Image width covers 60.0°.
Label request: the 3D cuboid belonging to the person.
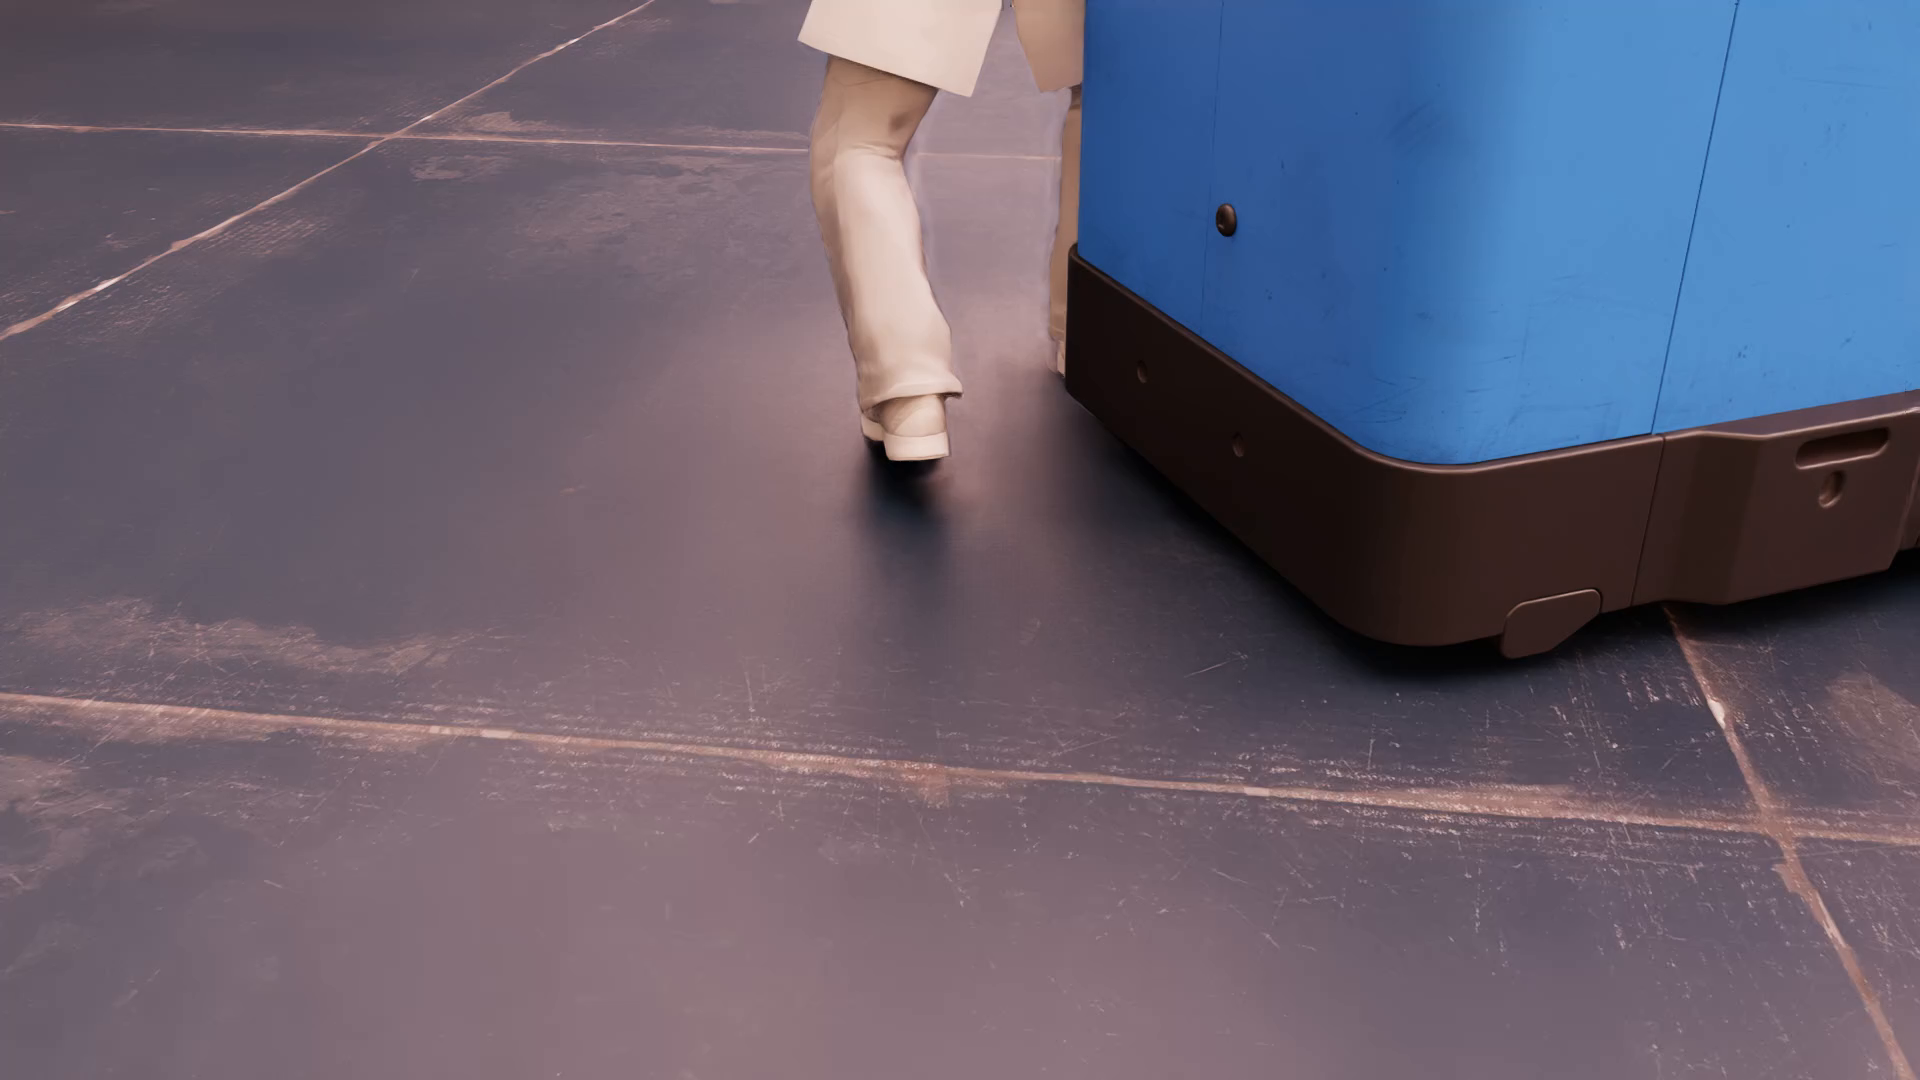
[{"bbox_3d":[0.128,-1.009,2.701,0.815,1.667,0.941,-6,27,-12],"label":"person"}]

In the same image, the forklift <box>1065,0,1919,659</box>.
[{"bbox_3d":[1.752,-1.555,2.334,3.031,2.935,1.130,-9,28,-18],"label":"forklift"}]
